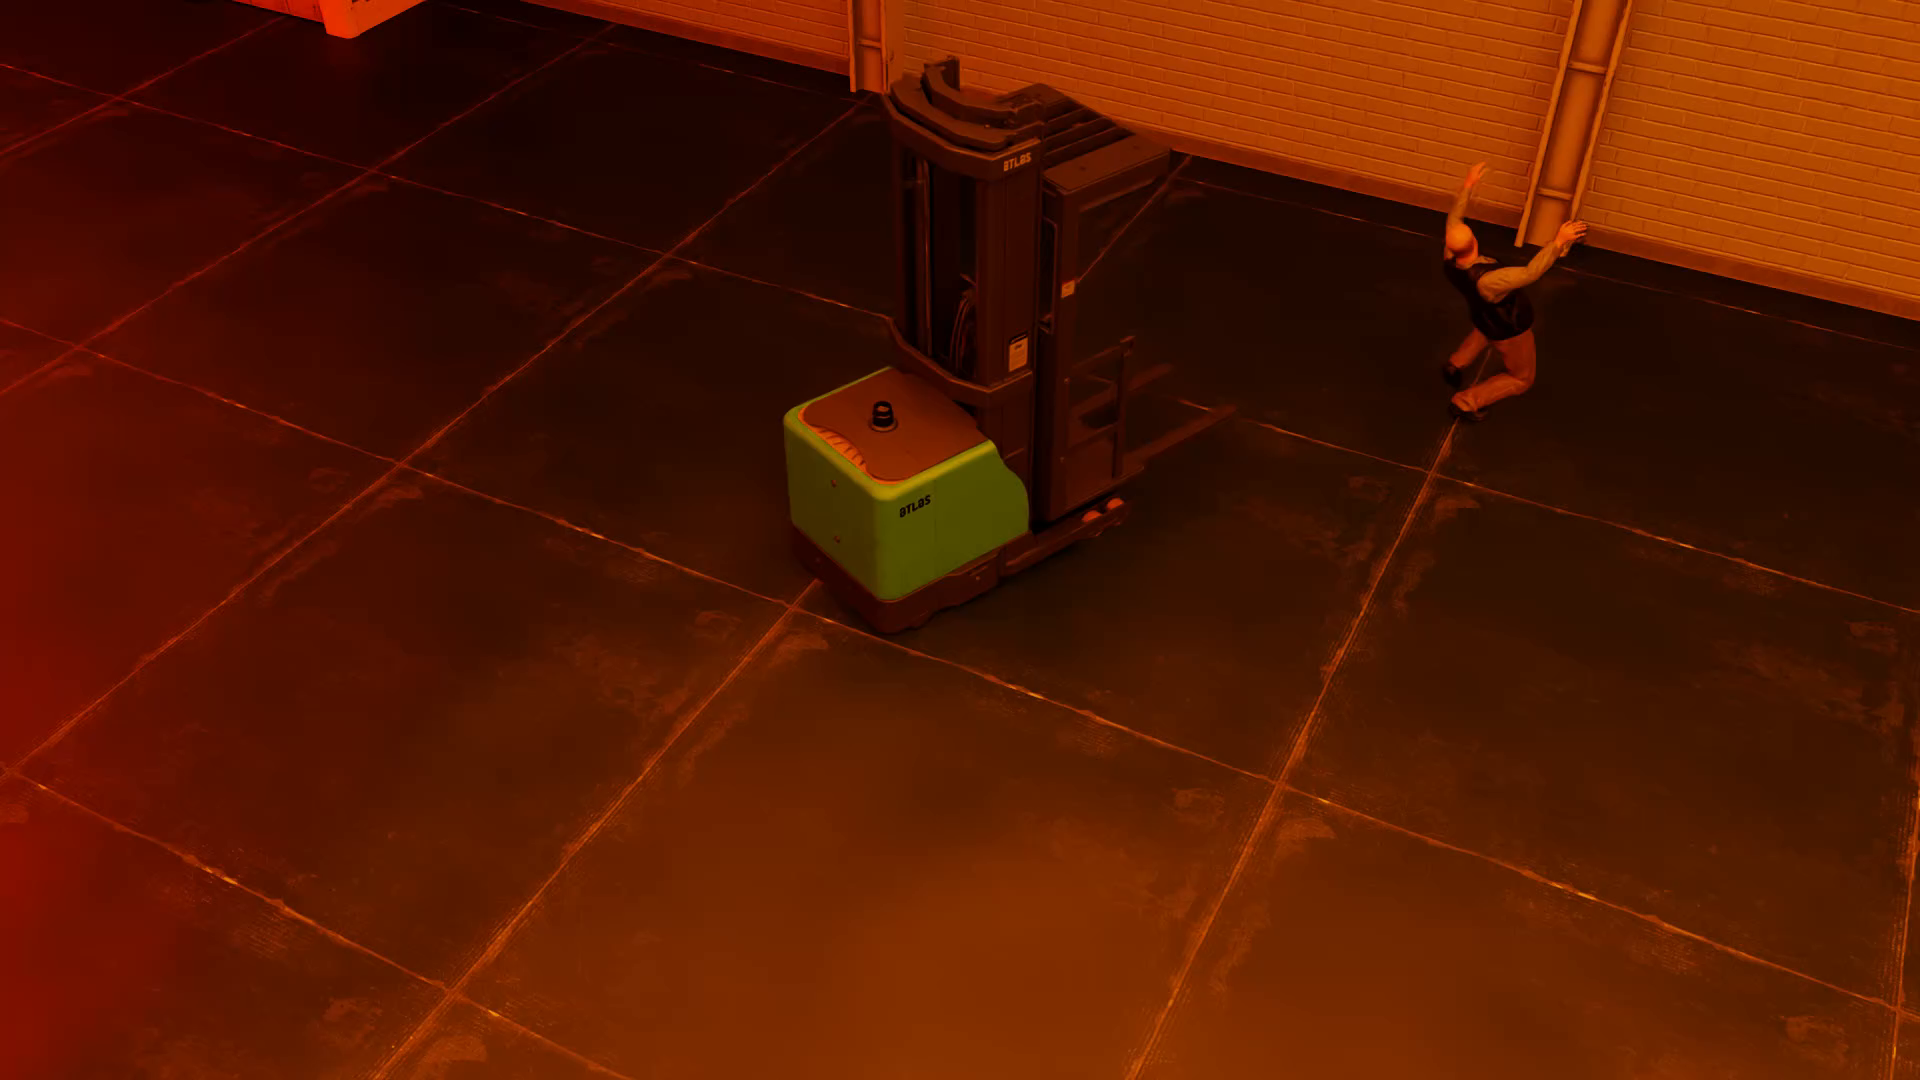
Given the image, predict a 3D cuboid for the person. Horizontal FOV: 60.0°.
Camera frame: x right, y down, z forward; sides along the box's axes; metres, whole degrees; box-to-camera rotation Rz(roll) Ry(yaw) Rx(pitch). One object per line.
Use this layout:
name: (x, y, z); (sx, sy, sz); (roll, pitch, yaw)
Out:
person: (3.418, -1.546, 10.879); (0.747, 1.602, 0.943); (-11, 41, -13)

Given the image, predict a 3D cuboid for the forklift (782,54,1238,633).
forklift: (0.440, -1.378, 9.622); (3.031, 2.935, 1.130); (-27, 47, -29)
